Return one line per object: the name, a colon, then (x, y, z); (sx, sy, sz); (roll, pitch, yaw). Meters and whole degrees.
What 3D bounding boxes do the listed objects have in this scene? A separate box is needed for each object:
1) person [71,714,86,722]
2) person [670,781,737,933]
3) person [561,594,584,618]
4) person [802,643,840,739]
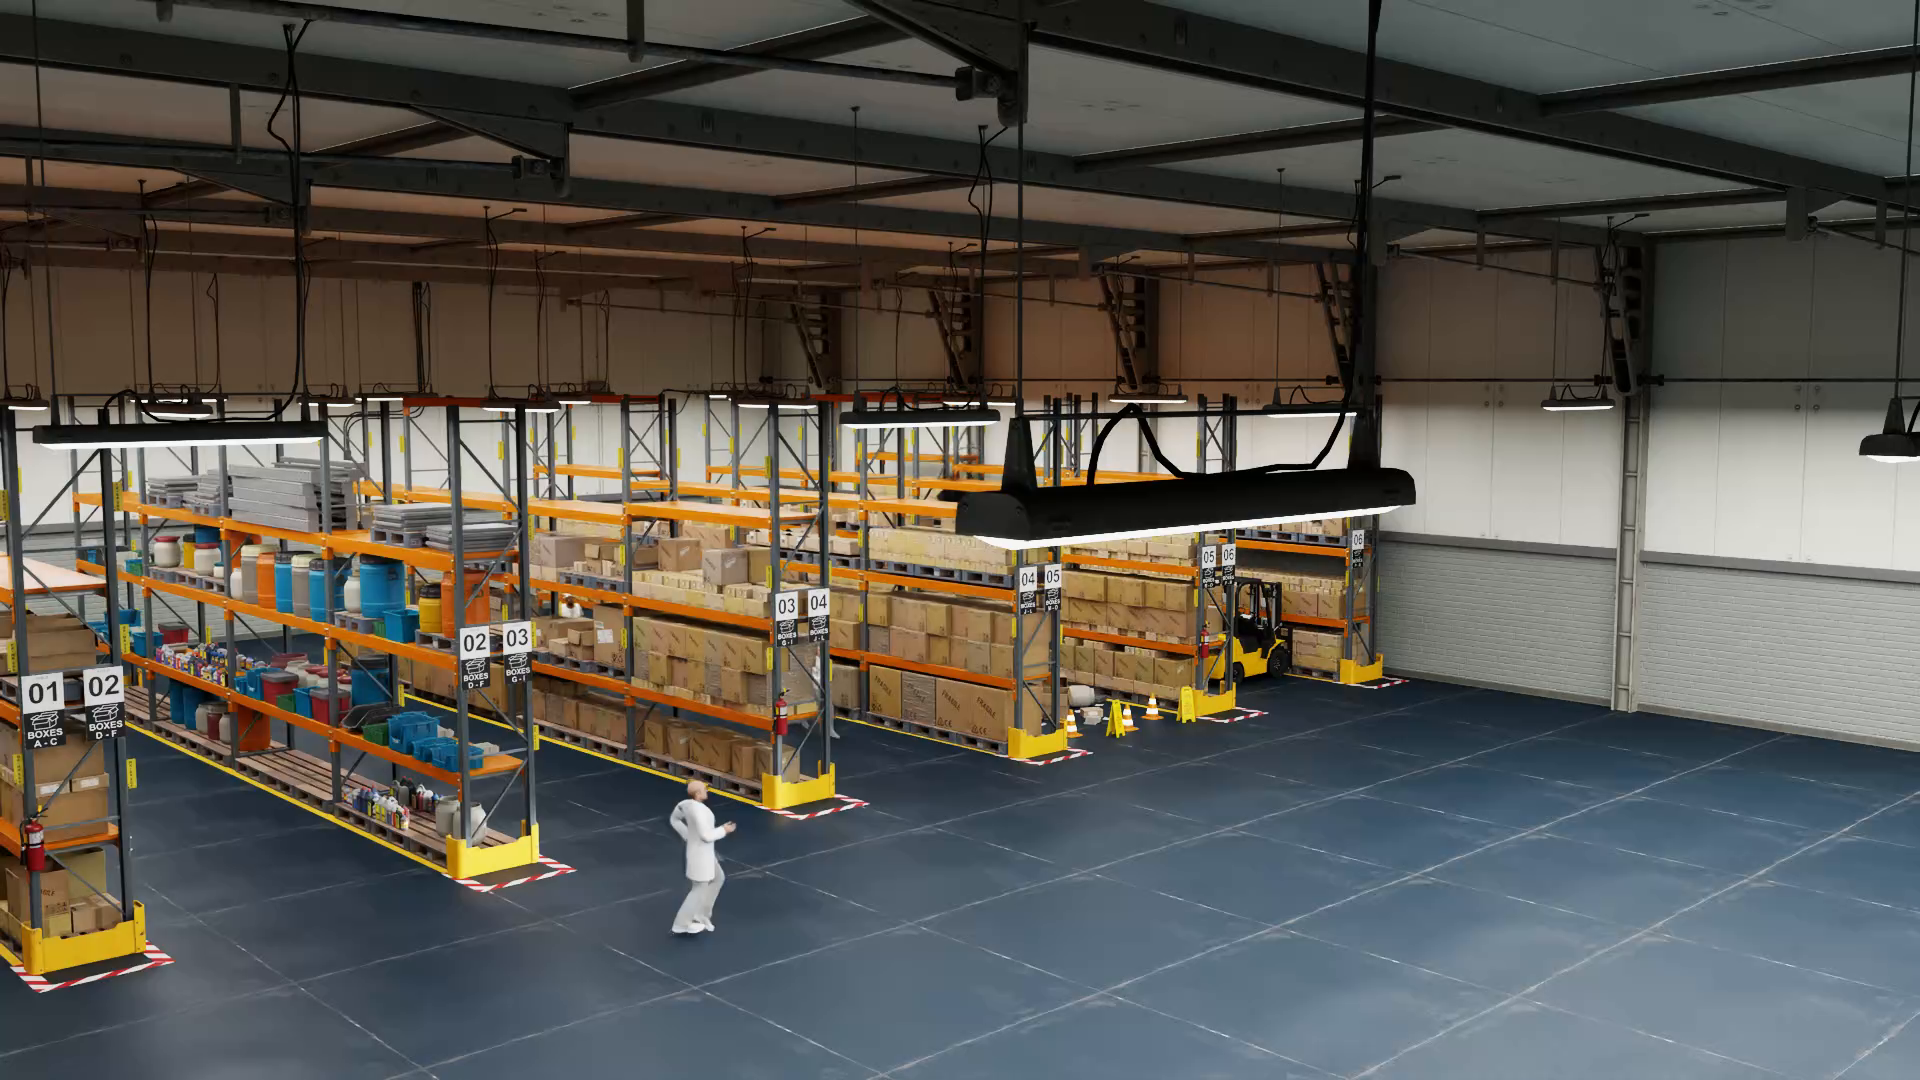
person: (-14.069, 2.925, 26.598); (0.599, 1.651, 0.591); (4, 7, 37)
person: (-2.932, 3.736, 18.969); (0.755, 1.592, 0.688); (-2, 6, -20)
person: (-8.377, 1.987, 35.902); (0.661, 1.744, 0.594); (-5, 7, -40)
person: (-2.472, 2.641, 29.445); (0.901, 1.692, 0.616); (4, 7, 38)
